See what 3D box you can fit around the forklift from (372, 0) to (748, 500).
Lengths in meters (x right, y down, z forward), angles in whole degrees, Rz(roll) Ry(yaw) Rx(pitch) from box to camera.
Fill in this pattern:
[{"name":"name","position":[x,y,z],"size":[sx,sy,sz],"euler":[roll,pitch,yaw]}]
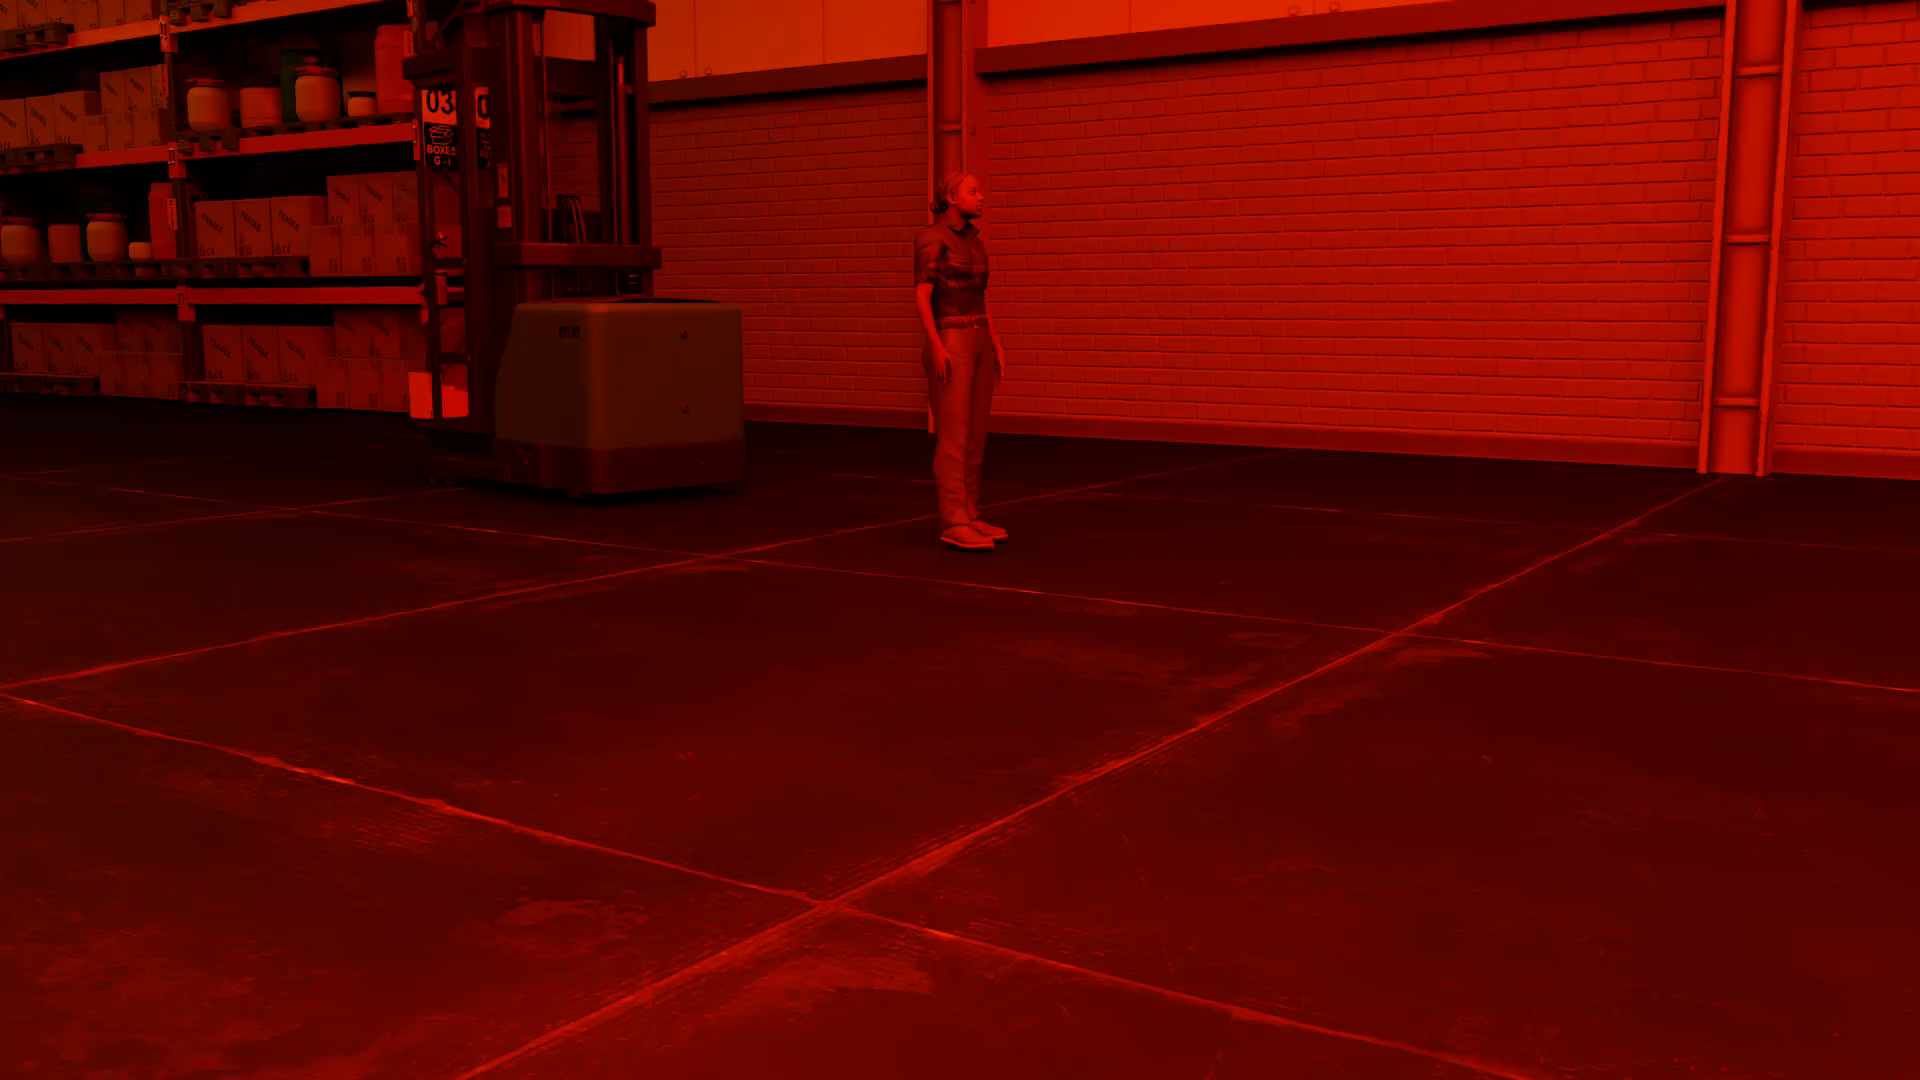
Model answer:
[{"name":"forklift","position":[-2.597,-1.820,9.992],"size":[1.130,2.935,3.031],"euler":[-8,11,-44]}]

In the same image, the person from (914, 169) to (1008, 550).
[{"name":"person","position":[0.062,-0.817,7.421],"size":[0.503,1.656,0.569],"euler":[5,10,34]}]
